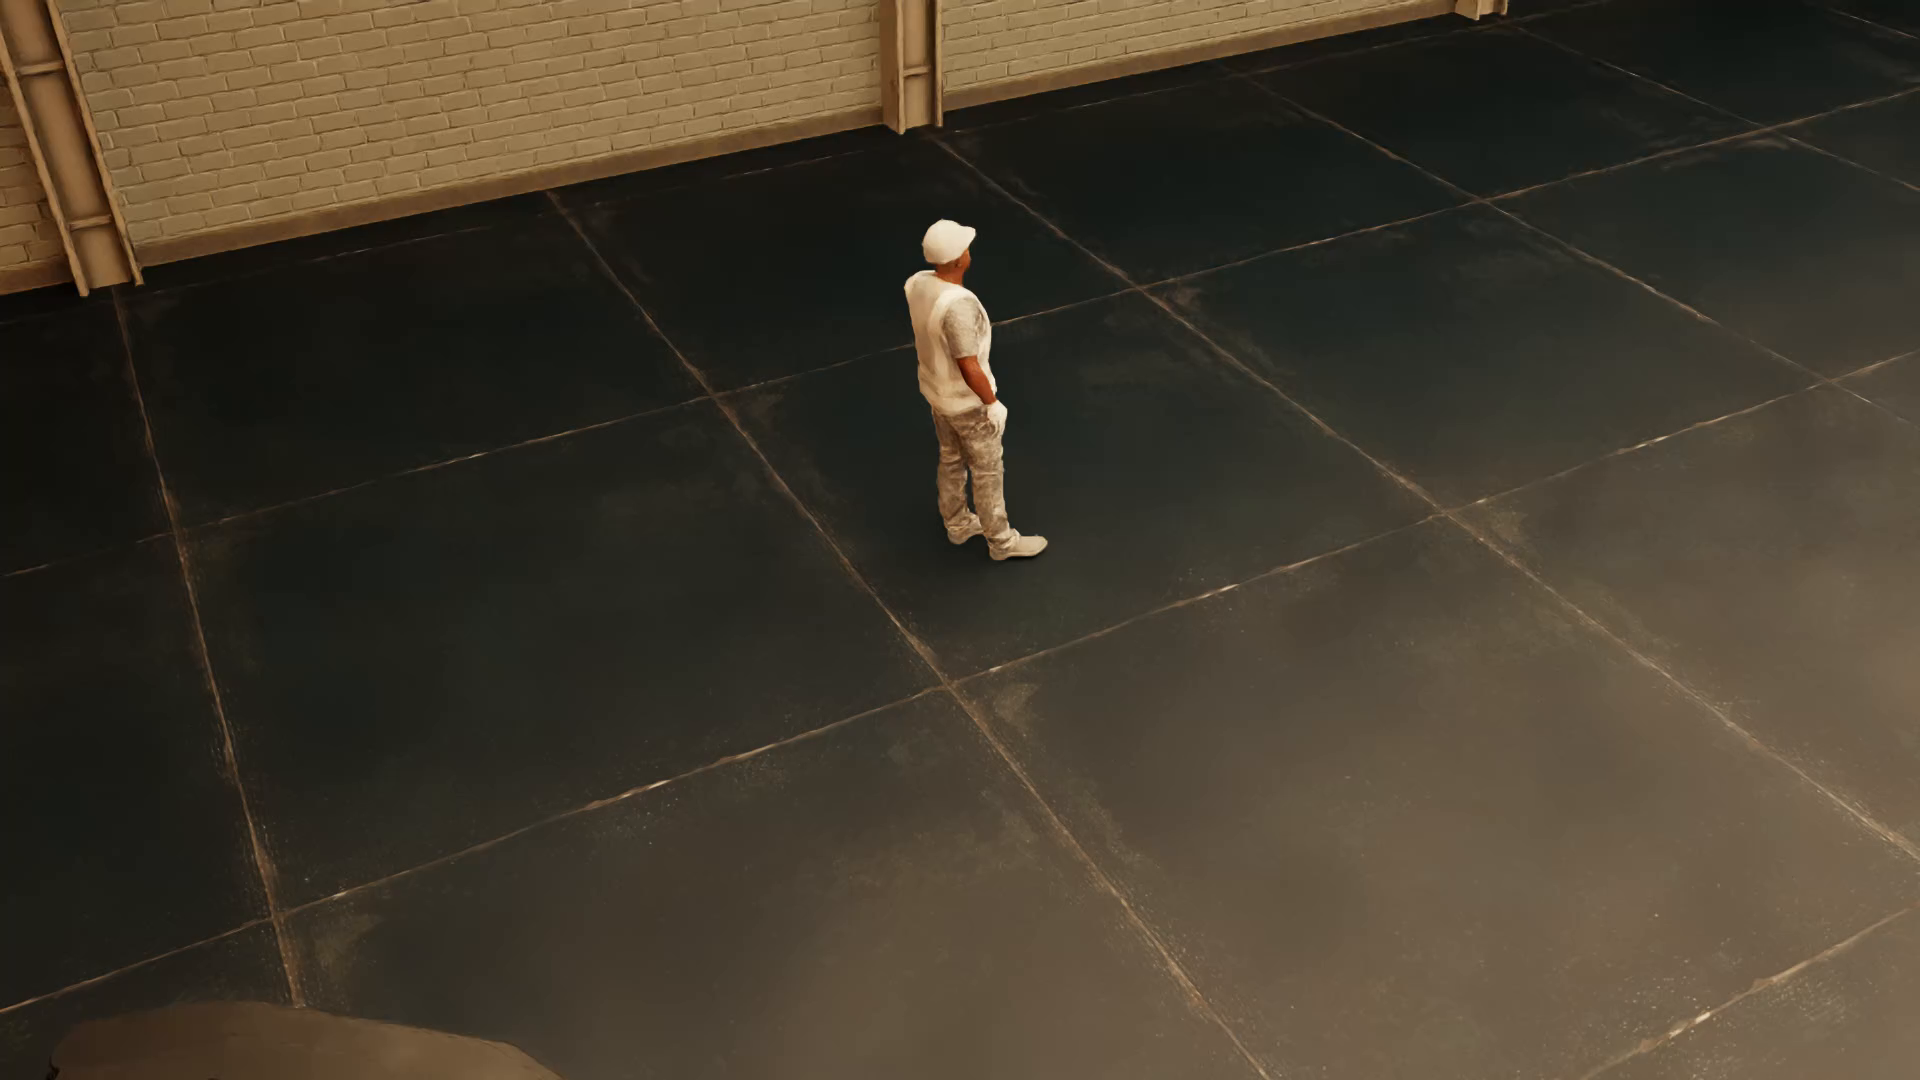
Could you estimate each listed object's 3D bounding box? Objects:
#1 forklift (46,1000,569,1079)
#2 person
[{"bbox_3d":[-1.109,2.333,2.822,1.130,2.935,3.031,6,36,9],"label":"forklift"},{"bbox_3d":[0.067,-0.750,8.166,0.576,1.782,0.655,-17,39,-23],"label":"person"}]
